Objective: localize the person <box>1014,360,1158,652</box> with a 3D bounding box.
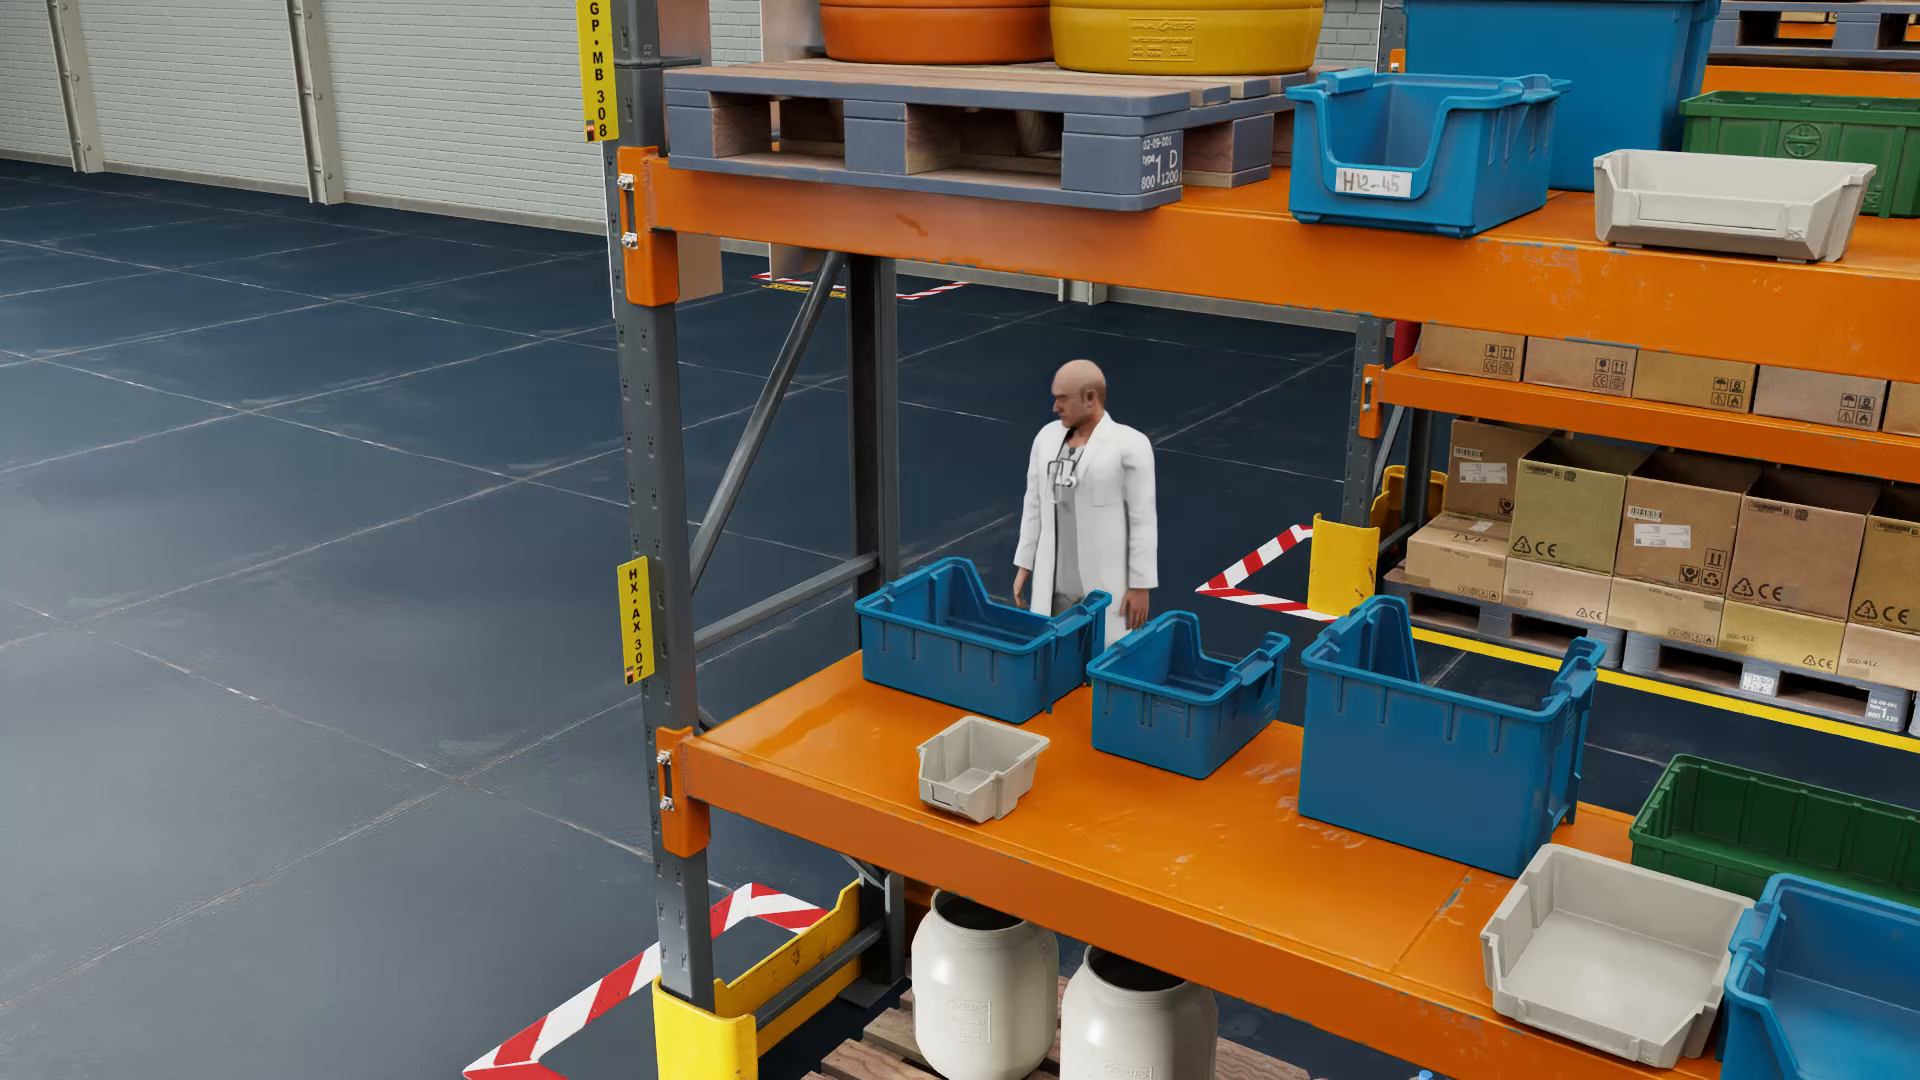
[{"bbox_3d":[0.468,0.198,6.552,0.638,1.818,0.417,13,24,33],"label":"person"}]
